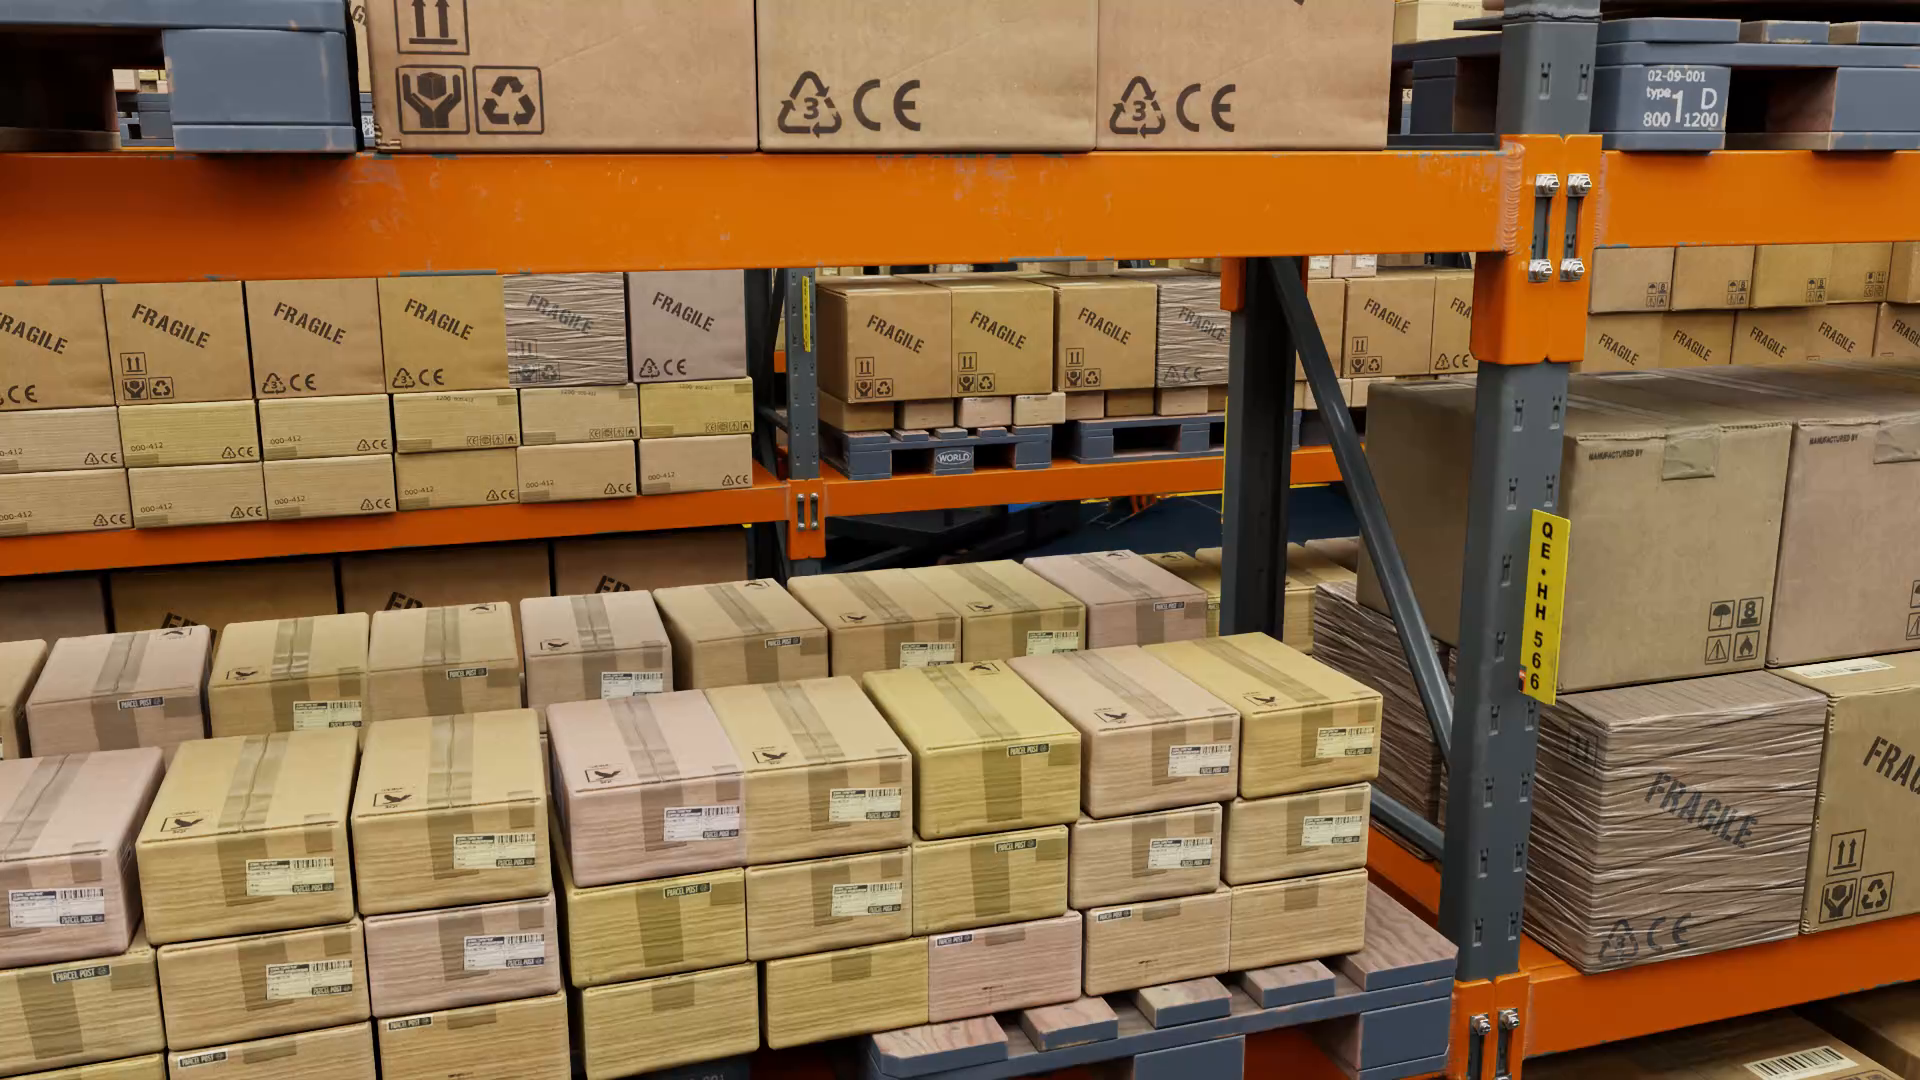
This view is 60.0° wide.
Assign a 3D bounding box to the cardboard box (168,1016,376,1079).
[{"bbox_3d":[-0.981,0.691,2.390,0.250,0.149,0.380,-5,14,-21],"label":"cardboard box"}]

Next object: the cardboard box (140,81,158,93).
[{"bbox_3d":[-5.363,-2.926,10.900,0.250,0.149,0.380,-4,14,-18],"label":"cardboard box"}]

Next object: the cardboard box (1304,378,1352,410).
[{"bbox_3d":[1.803,-0.773,8.547,0.250,0.149,0.380,-4,14,-18],"label":"cardboard box"}]

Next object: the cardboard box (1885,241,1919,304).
[{"bbox_3d":[5.375,-1.645,9.558,0.500,0.500,0.700,-5,14,-19],"label":"cardboard box"}]

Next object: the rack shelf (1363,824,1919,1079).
[{"bbox_3d":[2.710,0.724,4.171,4.000,0.370,1.077,-4,14,-18],"label":"rack shelf"}]

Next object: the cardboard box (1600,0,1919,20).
[{"bbox_3d":[1.571,-1.152,3.092,0.500,0.311,0.500,-4,14,-18],"label":"cardboard box"}]

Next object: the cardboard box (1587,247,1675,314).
[{"bbox_3d":[3.417,-1.516,9.016,0.500,0.500,0.700,-5,14,-19],"label":"cardboard box"}]

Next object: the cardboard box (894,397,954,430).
[{"bbox_3d":[-0.214,-0.635,7.967,0.250,0.149,0.380,-5,14,-22],"label":"cardboard box"}]

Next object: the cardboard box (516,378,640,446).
[{"bbox_3d":[-1.723,-0.597,7.413,0.500,0.250,0.500,-5,14,-20],"label":"cardboard box"}]

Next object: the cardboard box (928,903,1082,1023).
[{"bbox_3d":[0.014,0.614,2.715,0.250,0.149,0.380,-4,14,-17],"label":"cardboard box"}]

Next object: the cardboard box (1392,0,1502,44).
[{"bbox_3d":[2.422,-2.615,8.508,0.500,0.250,0.500,-4,14,-17],"label":"cardboard box"}]

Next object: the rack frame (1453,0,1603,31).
[{"bbox_3d":[0.814,-2.397,2.773,0.127,3.000,1.000,-4,14,-18],"label":"rack frame"}]

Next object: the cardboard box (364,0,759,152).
[{"bbox_3d":[-0.591,-0.813,2.379,0.500,0.500,0.500,-4,14,-18],"label":"cardboard box"}]

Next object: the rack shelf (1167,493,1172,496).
[{"bbox_3d":[1.557,-0.466,13.024,0.258,0.180,0.103,12,29,42],"label":"rack shelf"}]

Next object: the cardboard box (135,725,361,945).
[{"bbox_3d":[-0.977,0.401,2.325,0.250,0.149,0.380,-4,14,-16],"label":"cardboard box"}]

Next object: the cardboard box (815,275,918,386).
[{"bbox_3d":[-0.518,-1.049,8.303,0.500,0.500,0.500,-5,14,-20],"label":"cardboard box"}]

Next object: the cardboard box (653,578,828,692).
[{"bbox_3d":[-0.424,0.199,3.175,0.250,0.149,0.380,-5,14,-20],"label":"cardboard box"}]

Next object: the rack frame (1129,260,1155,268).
[{"bbox_3d":[1.344,-1.940,13.817,0.127,3.000,1.000,-4,14,-18],"label":"rack frame"}]

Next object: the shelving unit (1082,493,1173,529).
[{"bbox_3d":[1.424,-0.397,12.898,0.258,0.189,1.200,12,29,42],"label":"shelving unit"}]

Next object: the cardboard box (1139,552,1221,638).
[{"bbox_3d":[1.096,0.367,8.888,0.625,0.372,0.950,-4,14,-16],"label":"cardboard box"}]

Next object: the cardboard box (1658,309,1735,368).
[{"bbox_3d":[3.905,-1.059,9.252,0.500,0.500,0.500,-5,14,-18],"label":"cardboard box"}]

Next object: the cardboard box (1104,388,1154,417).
[{"bbox_3d":[0.786,-0.725,8.346,0.250,0.149,0.380,-4,14,-16],"label":"cardboard box"}]

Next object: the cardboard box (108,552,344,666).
[{"bbox_3d":[-3.235,0.436,7.510,0.875,0.875,0.875,-4,14,-16],"label":"cardboard box"}]

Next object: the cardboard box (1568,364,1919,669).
[{"bbox_3d":[1.722,-0.082,3.628,0.500,0.500,0.700,-5,14,-19],"label":"cardboard box"}]

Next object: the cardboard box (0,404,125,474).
[{"bbox_3d":[-3.659,-0.447,6.783,0.500,0.250,0.500,-4,14,-17],"label":"cardboard box"}]

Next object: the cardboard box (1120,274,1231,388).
[{"bbox_3d":[1.110,-1.052,8.319,0.500,0.500,0.500,-5,14,-20],"label":"cardboard box"}]

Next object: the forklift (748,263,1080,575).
[{"bbox_3d":[-0.339,-1.285,11.211,1.130,2.935,3.031,9,16,33],"label":"forklift"}]

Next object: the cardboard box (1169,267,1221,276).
[{"bbox_3d":[1.448,-1.207,8.969,0.500,0.500,0.500,-5,14,-18],"label":"cardboard box"}]

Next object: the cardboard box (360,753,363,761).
[{"bbox_3d":[-1.182,0.403,2.960,0.250,0.149,0.380,-4,14,-16],"label":"cardboard box"}]

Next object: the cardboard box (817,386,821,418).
[{"bbox_3d":[-0.624,-0.714,8.299,0.250,0.149,0.380,-4,14,-16],"label":"cardboard box"}]

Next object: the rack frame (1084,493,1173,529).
[{"bbox_3d":[1.437,-0.313,12.931,0.240,0.006,1.200,12,29,42],"label":"rack frame"}]

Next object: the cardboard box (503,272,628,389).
[{"bbox_3d":[-1.750,-0.956,7.305,0.500,0.500,0.500,-4,14,-17],"label":"cardboard box"}]

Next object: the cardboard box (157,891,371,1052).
[{"bbox_3d":[-0.975,0.546,2.358,0.250,0.149,0.380,-5,14,-19],"label":"cardboard box"}]

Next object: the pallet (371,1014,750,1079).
[{"bbox_3d":[-1.049,0.770,2.838,1.213,0.211,1.003,-4,14,-18],"label":"pallet"}]

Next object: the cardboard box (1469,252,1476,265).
[{"bbox_3d":[4.398,-2.481,14.475,0.250,0.149,0.380,-4,14,-17],"label":"cardboard box"}]

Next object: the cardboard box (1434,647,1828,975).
[{"bbox_3d":[1.326,0.499,3.346,0.500,0.500,0.500,-4,14,-17],"label":"cardboard box"}]

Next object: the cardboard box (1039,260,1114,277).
[{"bbox_3d":[0.601,-1.452,8.598,0.250,0.149,0.380,-5,14,-21],"label":"cardboard box"}]

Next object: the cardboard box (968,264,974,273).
[{"bbox_3d":[0.129,-2.147,13.068,0.250,0.149,0.380,-5,14,-19],"label":"cardboard box"}]

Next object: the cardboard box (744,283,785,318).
[{"bbox_3d":[-1.473,-1.831,12.602,0.500,0.250,0.500,-4,14,-16],"label":"cardboard box"}]

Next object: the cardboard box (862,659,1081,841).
[{"bbox_3d":[0.009,0.324,2.647,0.250,0.149,0.380,-4,14,-16],"label":"cardboard box"}]

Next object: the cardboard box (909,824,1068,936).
[{"bbox_3d":[-0.010,0.471,2.672,0.250,0.149,0.380,-4,14,-17],"label":"cardboard box"}]

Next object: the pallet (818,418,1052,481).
[{"bbox_3d":[-0.219,-0.539,8.342,1.003,0.211,1.213,-4,14,-18],"label":"pallet"}]

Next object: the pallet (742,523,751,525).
[{"bbox_3d":[-1.654,-0.340,13.118,1.213,0.211,1.003,-4,14,-18],"label":"pallet"}]

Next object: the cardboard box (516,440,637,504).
[{"bbox_3d":[-1.736,-0.348,7.448,0.500,0.250,0.500,-4,14,-17],"label":"cardboard box"}]

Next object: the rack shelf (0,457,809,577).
[{"bbox_3d":[-2.756,-0.059,7.463,4.000,0.370,1.077,-4,14,-18],"label":"rack shelf"}]

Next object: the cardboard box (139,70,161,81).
[{"bbox_3d":[-5.331,-3.055,10.798,0.250,0.149,0.380,-5,14,-19],"label":"cardboard box"}]

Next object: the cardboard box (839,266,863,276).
[{"bbox_3d":[-0.831,-2.066,12.727,0.250,0.149,0.380,-4,14,-17],"label":"cardboard box"}]

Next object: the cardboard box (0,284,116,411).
[{"bbox_3d":[-3.669,-0.809,6.687,0.500,0.500,0.500,-5,14,-18],"label":"cardboard box"}]

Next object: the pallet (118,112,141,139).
[{"bbox_3d":[-5.597,-2.750,11.147,1.003,0.211,1.213,-4,14,-18],"label":"pallet"}]

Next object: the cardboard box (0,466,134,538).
[{"bbox_3d":[-3.660,-0.201,6.832,0.500,0.250,0.500,-5,14,-19],"label":"cardboard box"}]

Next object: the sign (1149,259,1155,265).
[{"bbox_3d":[1.527,-2.347,13.195,0.005,0.325,0.100,-4,14,-18],"label":"sign"}]

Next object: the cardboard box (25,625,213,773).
[{"bbox_3d":[-1.423,0.277,2.846,0.250,0.149,0.380,-5,14,-21],"label":"cardboard box"}]
